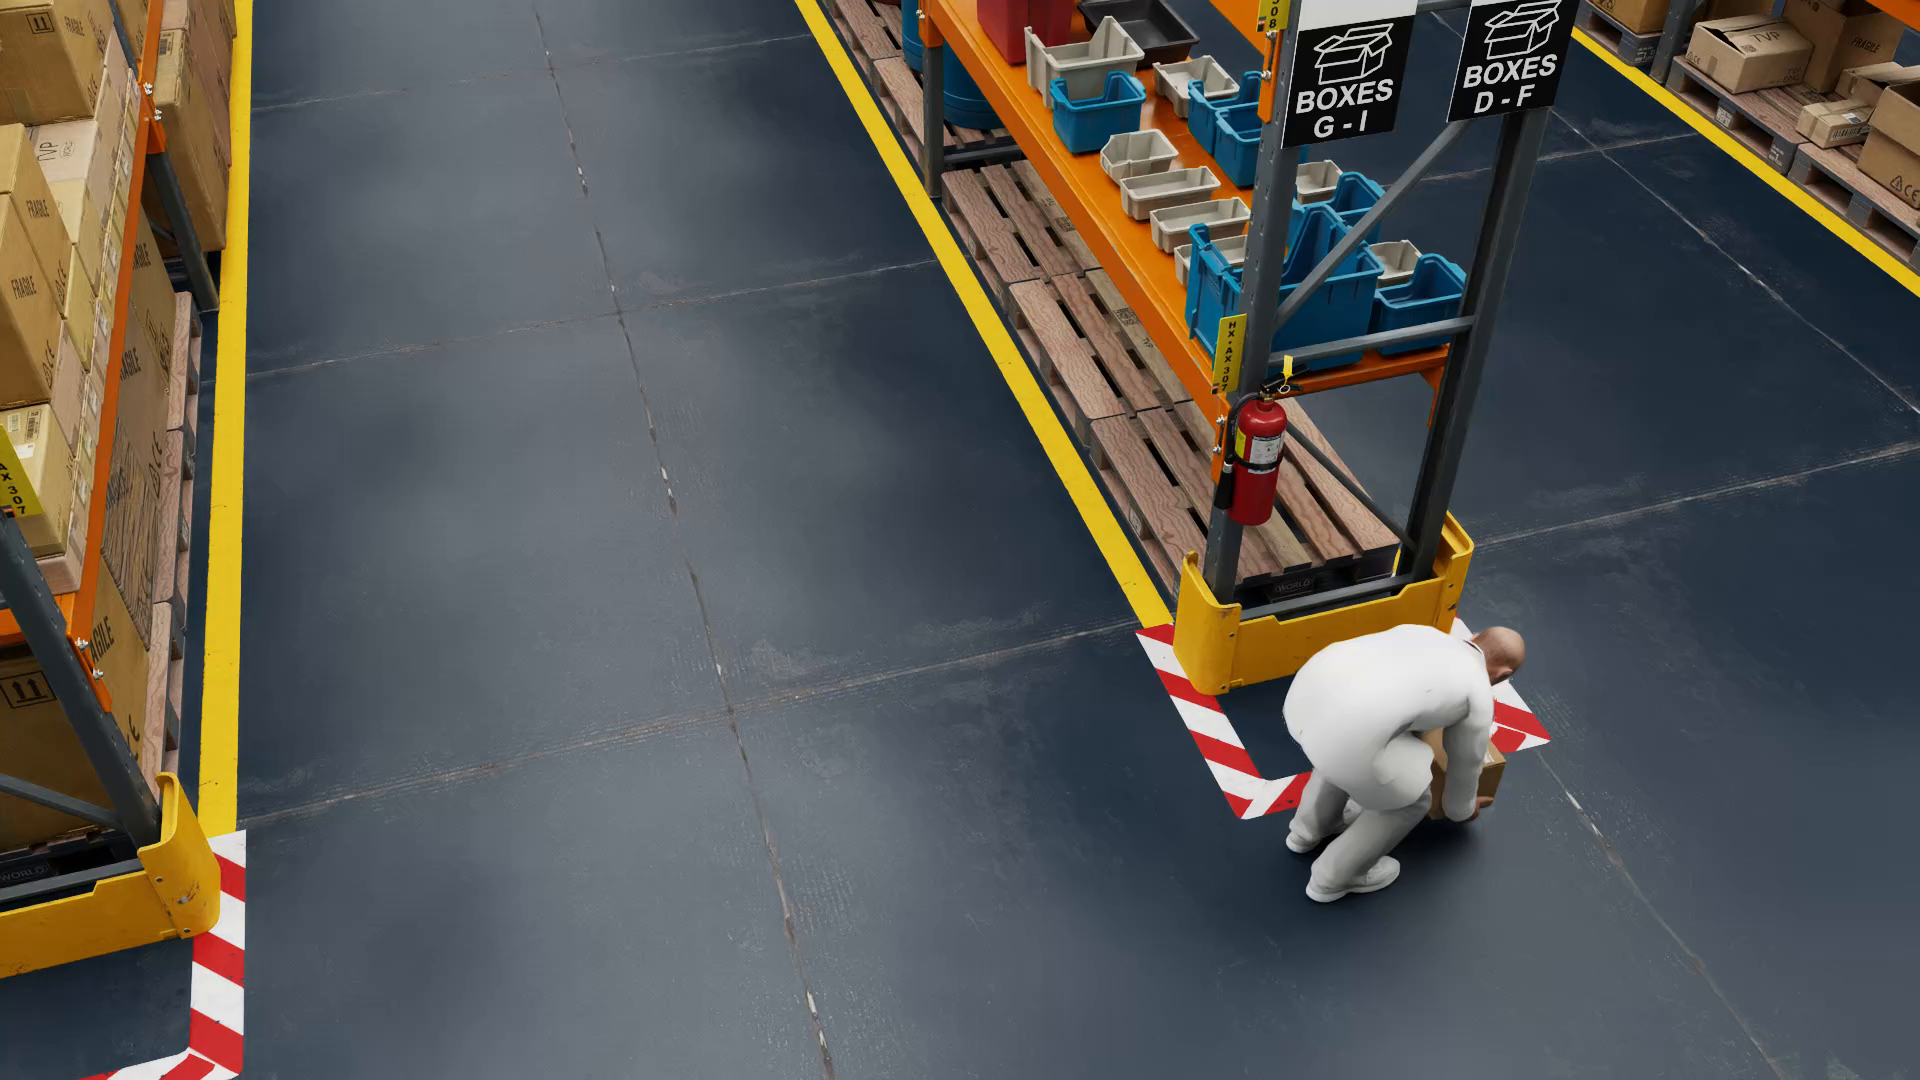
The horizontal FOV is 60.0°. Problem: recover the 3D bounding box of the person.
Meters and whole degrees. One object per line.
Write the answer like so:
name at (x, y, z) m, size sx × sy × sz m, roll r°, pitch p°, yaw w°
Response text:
person at (1.552, 0.731, 5.884) m, size 0.946 × 1.066 × 0.576 m, roll -18°, pitch 45°, yaw -19°
